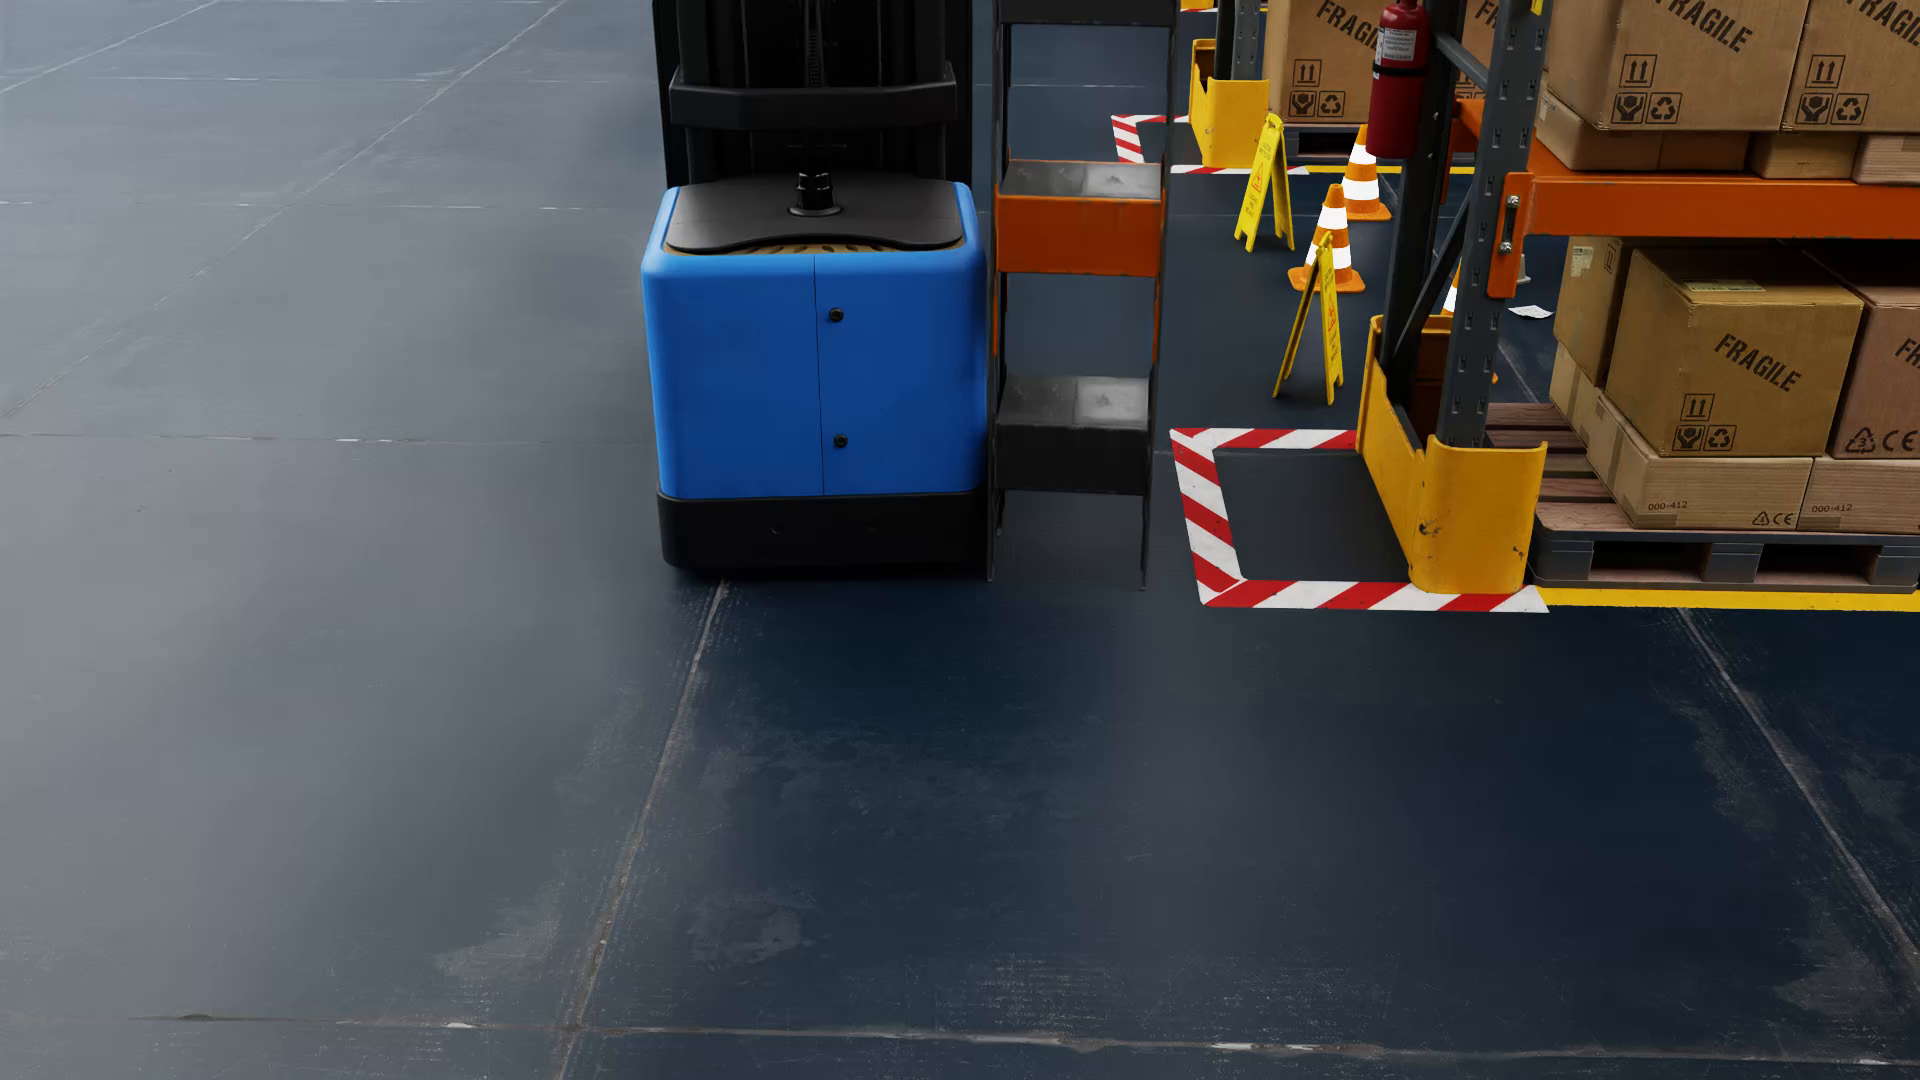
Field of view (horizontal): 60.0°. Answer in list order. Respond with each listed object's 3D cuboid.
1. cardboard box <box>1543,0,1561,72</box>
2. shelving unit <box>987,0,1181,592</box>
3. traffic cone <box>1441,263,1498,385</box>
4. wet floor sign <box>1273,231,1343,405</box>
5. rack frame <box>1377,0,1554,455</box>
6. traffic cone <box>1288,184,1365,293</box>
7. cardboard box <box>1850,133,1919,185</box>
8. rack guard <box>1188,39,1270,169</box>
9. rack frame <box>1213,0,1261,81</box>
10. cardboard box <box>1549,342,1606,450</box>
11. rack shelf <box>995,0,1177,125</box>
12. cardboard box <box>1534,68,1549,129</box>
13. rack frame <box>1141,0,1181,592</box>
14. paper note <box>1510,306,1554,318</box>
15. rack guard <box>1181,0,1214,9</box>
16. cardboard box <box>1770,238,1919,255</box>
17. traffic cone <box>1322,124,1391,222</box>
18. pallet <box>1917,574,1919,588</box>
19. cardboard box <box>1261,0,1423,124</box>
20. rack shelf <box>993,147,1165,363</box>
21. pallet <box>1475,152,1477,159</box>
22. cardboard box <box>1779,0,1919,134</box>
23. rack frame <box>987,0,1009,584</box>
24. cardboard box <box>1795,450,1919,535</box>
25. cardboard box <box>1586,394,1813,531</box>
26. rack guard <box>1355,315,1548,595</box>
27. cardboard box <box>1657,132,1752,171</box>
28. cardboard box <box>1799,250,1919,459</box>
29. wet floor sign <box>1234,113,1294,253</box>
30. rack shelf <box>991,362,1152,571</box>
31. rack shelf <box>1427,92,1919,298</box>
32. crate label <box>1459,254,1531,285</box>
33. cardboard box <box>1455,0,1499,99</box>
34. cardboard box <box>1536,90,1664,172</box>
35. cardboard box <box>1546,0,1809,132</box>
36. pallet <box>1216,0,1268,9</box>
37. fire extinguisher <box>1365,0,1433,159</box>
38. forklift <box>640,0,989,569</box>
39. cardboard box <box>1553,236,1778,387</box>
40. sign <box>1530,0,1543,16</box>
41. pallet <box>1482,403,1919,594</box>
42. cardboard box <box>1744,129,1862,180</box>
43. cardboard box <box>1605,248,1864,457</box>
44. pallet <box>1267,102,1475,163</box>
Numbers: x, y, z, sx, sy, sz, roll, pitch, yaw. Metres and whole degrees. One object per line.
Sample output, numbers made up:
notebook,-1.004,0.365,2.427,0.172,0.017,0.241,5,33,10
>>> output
cardboard box,2.111,-1.724,5.194,0.500,0.500,0.500,0,28,1
shelving unit,0.359,-0.870,4.967,0.503,2.100,0.431,3,28,5
traffic cone,2.034,-0.905,6.780,0.334,0.463,0.336,1,28,2
wet floor sign,1.406,-0.893,6.562,0.232,0.644,0.267,11,30,19
rack frame,1.558,-1.429,5.060,0.127,3.000,1.000,1,28,2
traffic cone,1.733,-1.430,7.771,0.334,0.463,0.336,1,28,2
cardboard box,2.658,-1.150,4.802,0.250,0.149,0.380,1,28,3
rack guard,1.608,-2.643,10.020,0.348,0.500,1.175,1,28,2
rack frame,1.632,-3.747,9.434,0.127,3.000,1.000,1,28,2
cardboard box,2.400,-0.512,5.818,0.500,0.250,0.500,1,28,2
rack shelf,0.359,-1.476,4.645,0.480,0.518,0.431,3,28,5
cardboard box,1.940,-1.412,5.296,0.250,0.149,0.380,2,28,4
rack frame,0.601,-0.858,4.943,0.015,2.100,0.400,3,28,5
paper note,2.573,-1.033,7.484,0.142,0.019,0.148,-9,29,-16
rack guard,1.984,-4.962,14.394,0.348,0.500,1.175,1,28,2
cardboard box,2.890,-0.833,5.622,0.500,0.500,0.500,2,28,4
traffic cone,2.113,-1.953,8.758,0.334,0.463,0.336,1,28,2
pallet,3.661,-0.144,5.614,1.213,0.211,1.003,1,28,2
cardboard box,2.312,-3.014,9.871,0.875,0.875,0.875,1,28,2
rack shelf,0.359,-0.858,4.973,0.480,0.518,0.431,3,28,5
pallet,3.650,-2.517,10.091,1.213,0.211,1.003,1,28,2
cardboard box,2.540,-1.460,4.694,0.500,0.500,0.500,2,28,3
rack frame,0.116,-0.882,4.990,0.015,2.100,0.400,3,28,5
cardboard box,2.865,-0.245,5.314,0.500,0.250,0.500,2,28,4
cardboard box,2.355,-0.257,5.337,0.500,0.250,0.500,1,28,1
rack guard,1.634,-0.323,5.643,0.348,0.500,1.175,1,28,2
cardboard box,2.143,-1.218,4.931,0.250,0.149,0.380,1,28,3
cardboard box,2.901,-0.581,5.148,0.500,0.500,0.500,0,28,0
wet floor sign,1.533,-1.781,8.238,0.232,0.644,0.267,-4,28,-7
rack shelf,0.359,-0.239,5.301,0.480,0.518,0.431,3,28,5
rack shelf,3.557,-1.078,5.166,4.000,0.370,1.077,1,28,2
crate label,2.521,-1.302,7.877,0.298,0.136,0.250,-14,31,-24
cardboard box,3.192,-3.000,9.845,0.875,0.875,0.875,1,28,1
cardboard box,1.891,-1.215,4.926,0.250,0.149,0.380,1,28,2
cardboard box,2.022,-1.467,4.707,0.500,0.500,0.500,1,28,1
pallet,2.795,-4.804,14.405,1.213,0.211,1.003,1,28,2
fire extinguisher,1.460,-1.612,5.489,0.183,0.674,0.296,1,28,2
forklift,-0.516,-1.858,5.943,1.130,2.935,3.031,-2,28,-3
cardboard box,2.368,-0.840,5.636,0.500,0.500,0.500,1,28,2
sign,1.539,-1.557,4.378,0.005,0.325,0.100,1,28,2
pallet,2.445,-0.166,5.654,1.213,0.211,1.003,1,28,2
cardboard box,2.406,-1.175,4.850,0.250,0.149,0.380,0,28,0
cardboard box,2.379,-0.588,5.161,0.500,0.500,0.500,0,28,0
pallet,2.434,-2.539,10.131,1.213,0.211,1.003,1,28,2
